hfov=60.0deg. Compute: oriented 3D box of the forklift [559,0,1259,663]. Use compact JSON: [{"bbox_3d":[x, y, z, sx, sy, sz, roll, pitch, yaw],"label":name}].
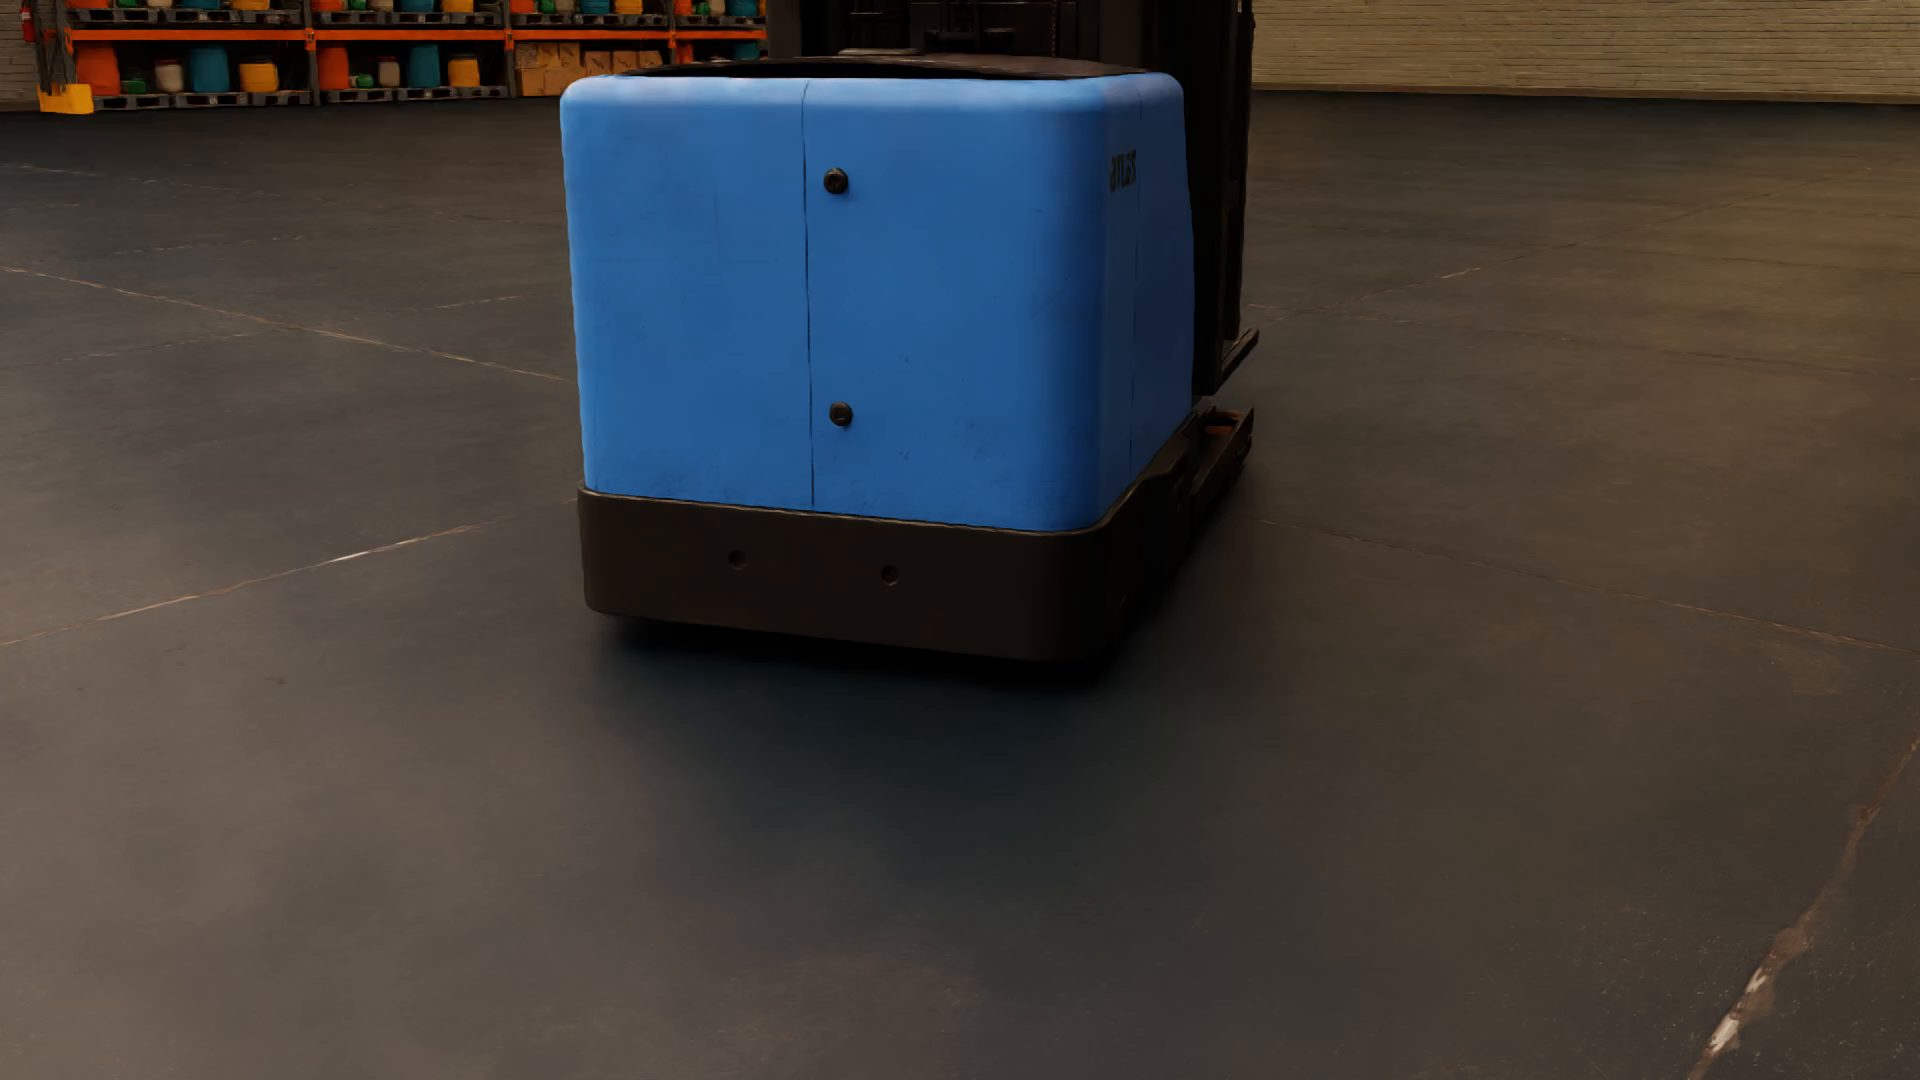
[{"bbox_3d":[0.182,-1.571,4.072,1.130,2.935,3.031,5,18,17],"label":"forklift"}]
